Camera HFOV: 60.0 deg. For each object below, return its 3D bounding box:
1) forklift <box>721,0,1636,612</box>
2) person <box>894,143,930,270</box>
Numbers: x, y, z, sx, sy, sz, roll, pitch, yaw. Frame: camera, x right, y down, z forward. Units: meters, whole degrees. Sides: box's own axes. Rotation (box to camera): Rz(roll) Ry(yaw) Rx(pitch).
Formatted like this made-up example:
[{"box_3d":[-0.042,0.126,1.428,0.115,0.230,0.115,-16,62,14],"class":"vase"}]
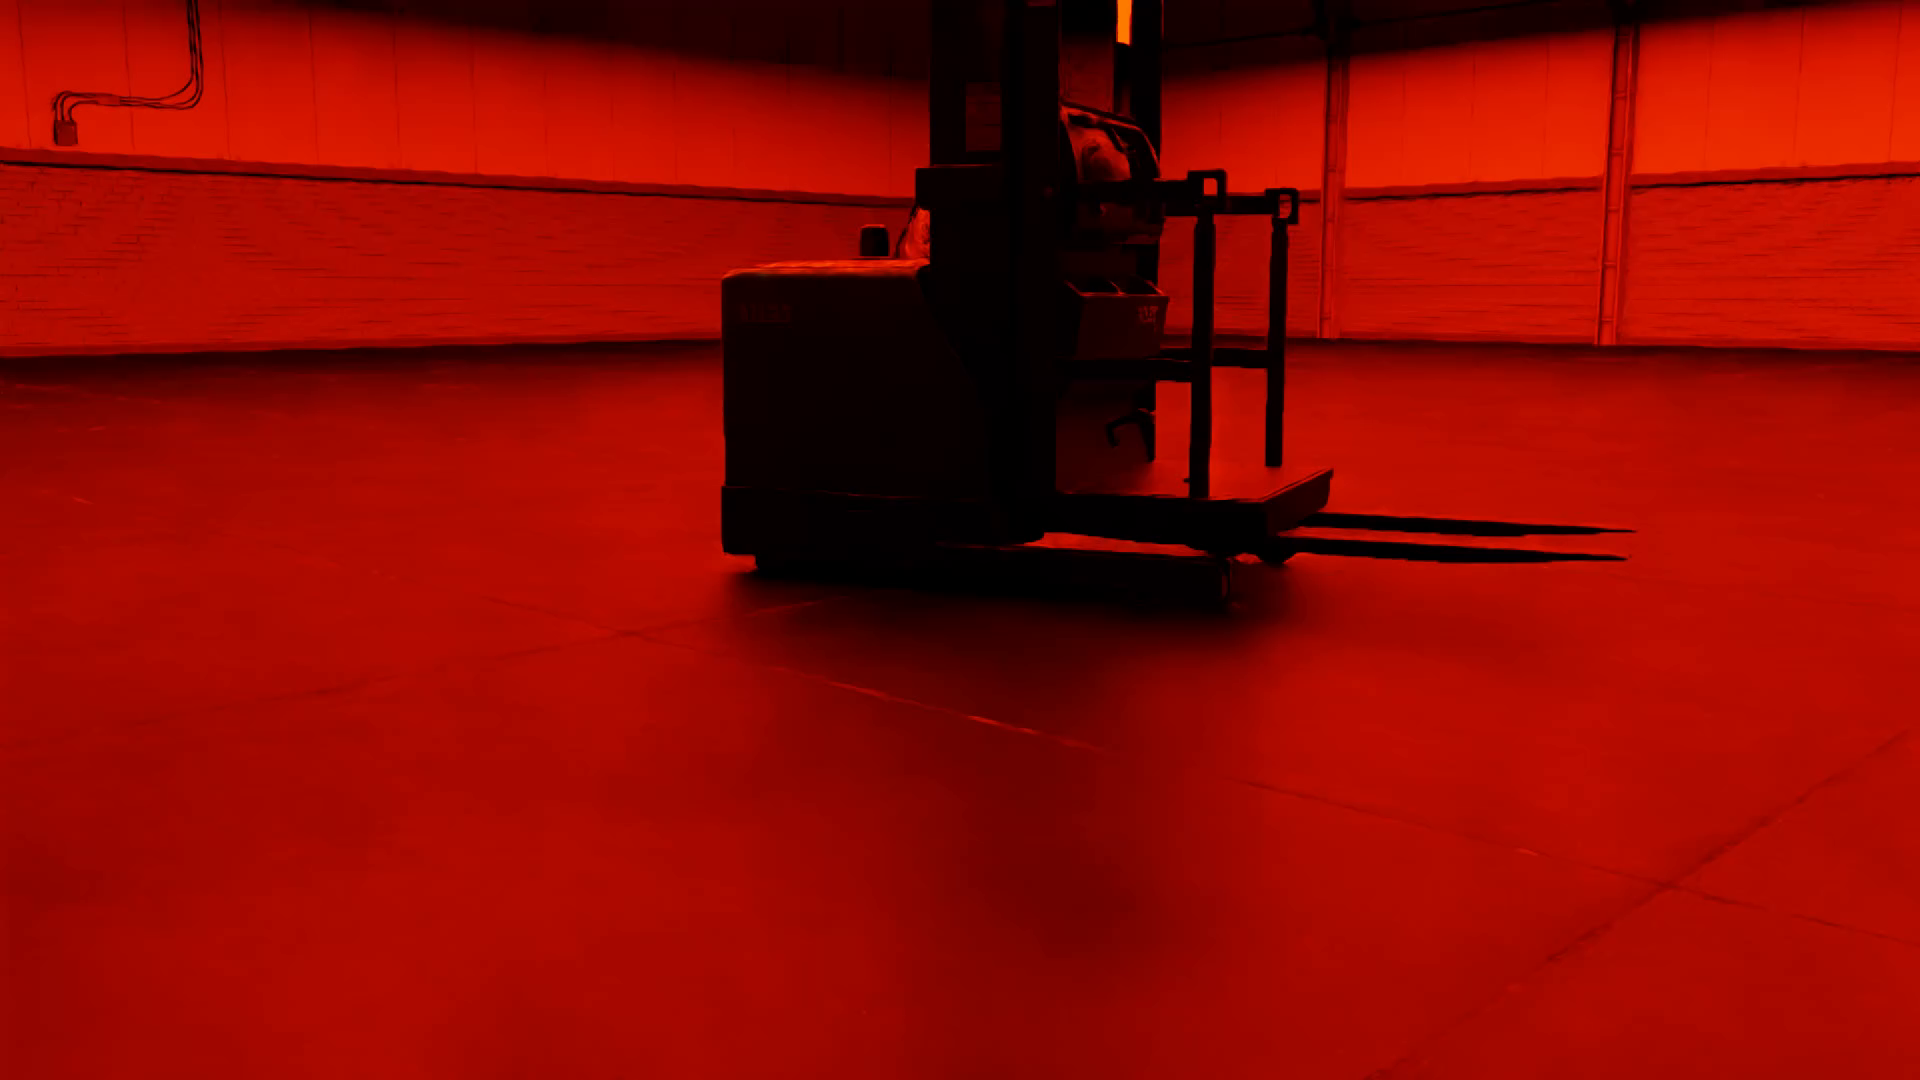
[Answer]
[{"box_3d":[0.708,-1.314,5.599,3.031,2.935,1.130,4,9,24],"class":"forklift"},{"box_3d":[-0.015,-0.824,6.617,0.407,1.666,0.482,8,12,43],"class":"person"}]
